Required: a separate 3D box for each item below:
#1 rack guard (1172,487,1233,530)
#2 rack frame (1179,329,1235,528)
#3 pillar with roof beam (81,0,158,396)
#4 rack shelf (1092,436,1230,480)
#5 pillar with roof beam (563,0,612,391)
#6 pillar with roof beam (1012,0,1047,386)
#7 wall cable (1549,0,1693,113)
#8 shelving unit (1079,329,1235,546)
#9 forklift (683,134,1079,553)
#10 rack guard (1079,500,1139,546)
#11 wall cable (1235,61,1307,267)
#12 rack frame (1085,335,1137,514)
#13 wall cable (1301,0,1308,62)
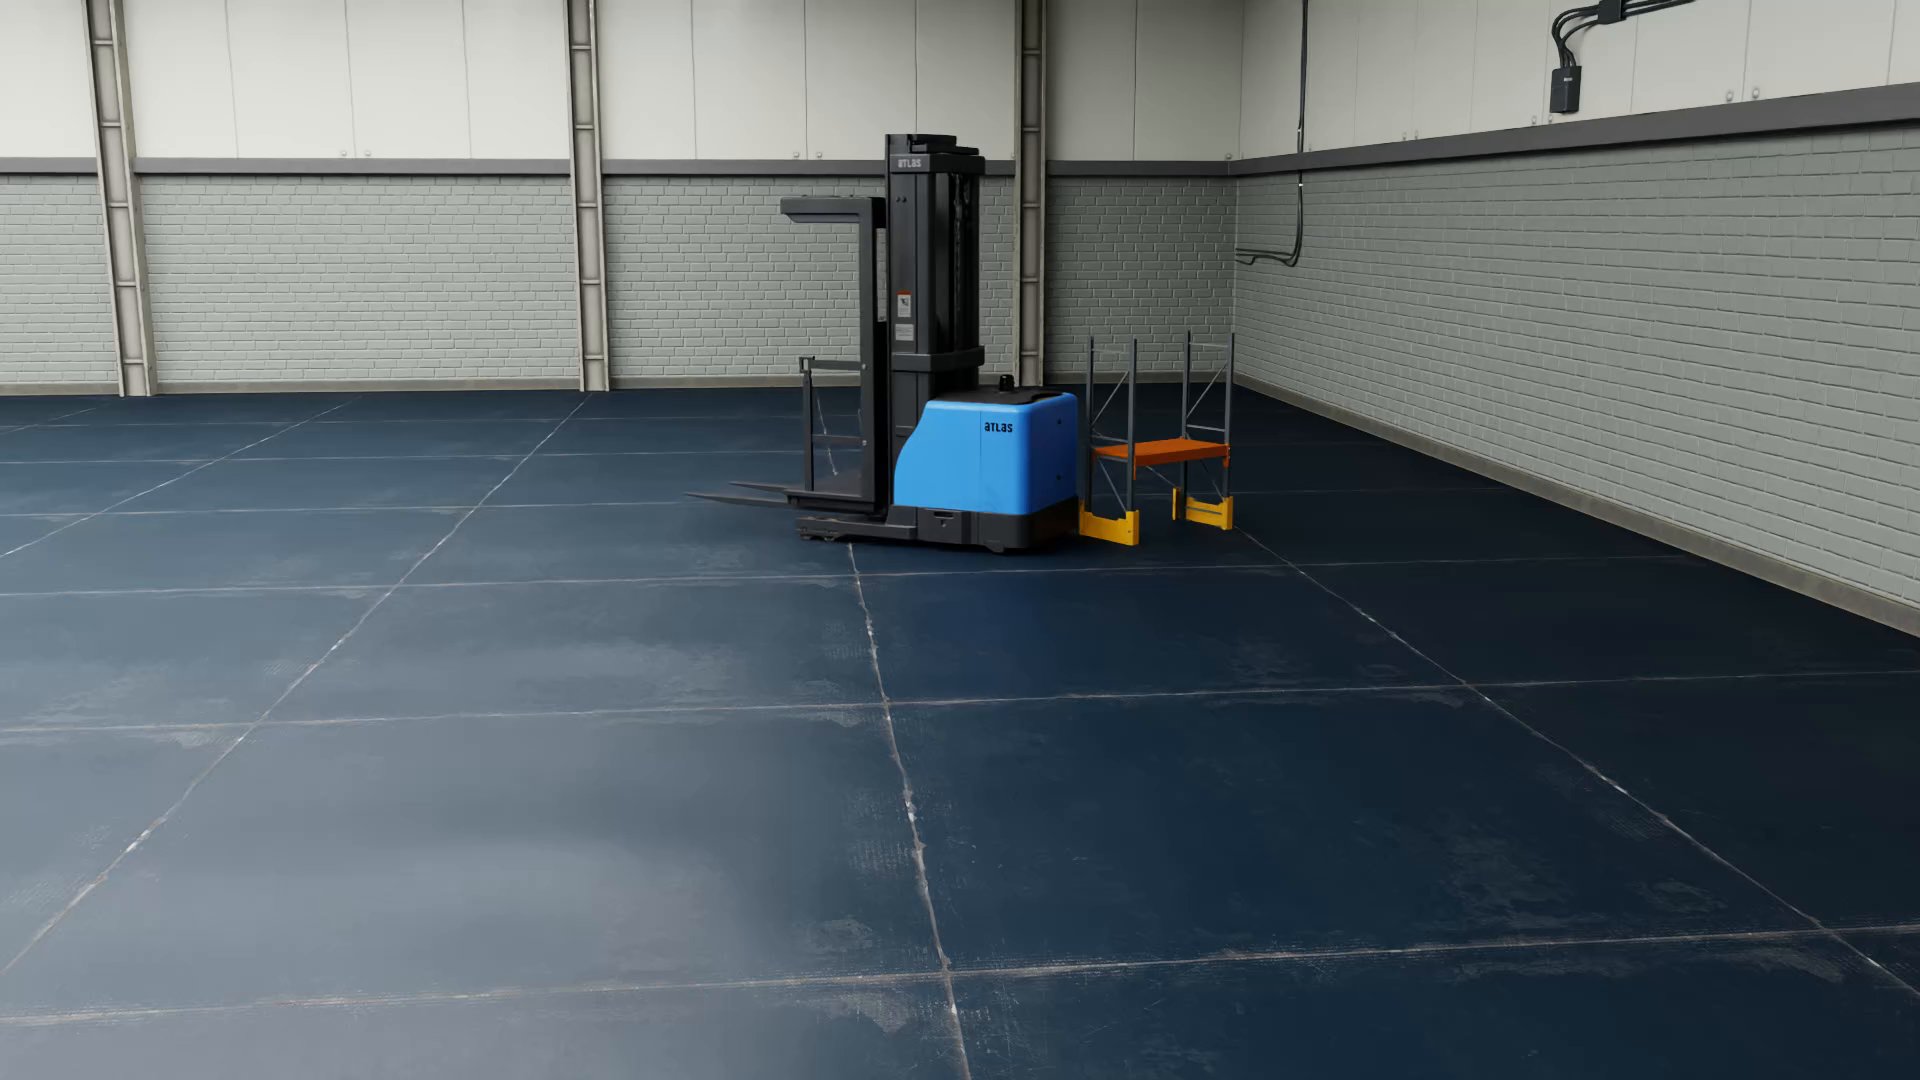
[{"bbox_3d":[1.892,-0.248,12.981,0.087,0.250,0.587,-9,14,-37],"label":"rack guard"},{"bbox_3d":[1.907,-0.864,12.872,0.032,1.500,0.500,-9,14,-37],"label":"rack frame"},{"bbox_3d":[-10.507,-5.530,17.167,0.400,9.000,9.100,-1,11,-6],"label":"pillar with roof beam"},{"bbox_3d":[1.507,-0.627,12.600,1.000,0.185,0.538,-9,14,-37],"label":"rack shelf"},{"bbox_3d":[-4.542,-5.655,17.802,0.400,9.000,9.100,-1,11,-6],"label":"pillar with roof beam"},{"bbox_3d":[1.423,-5.779,18.438,0.400,9.000,9.100,-1,11,-6],"label":"pillar with roof beam"},{"bbox_3d":[5.039,-6.261,12.070,0.169,6.003,2.305,-1,11,-6],"label":"wall cable"},{"bbox_3d":[1.499,-0.802,12.560,1.083,1.500,0.587,-9,14,-37],"label":"shelving unit"},{"bbox_3d":[-0.667,-1.517,12.486,3.031,2.935,1.130,5,12,25],"label":"forklift"},{"bbox_3d":[1.107,-0.130,12.380,0.087,0.250,0.587,-9,14,-37],"label":"rack guard"},{"bbox_3d":[4.029,-4.889,21.959,0.112,2.526,3.097,-1,11,-6],"label":"wall cable"},{"bbox_3d":[1.106,-0.743,12.259,0.032,1.500,0.500,-9,14,-37],"label":"rack frame"},{"bbox_3d":[4.322,-6.849,18.833,0.112,2.526,3.097,-1,11,-6],"label":"wall cable"}]
